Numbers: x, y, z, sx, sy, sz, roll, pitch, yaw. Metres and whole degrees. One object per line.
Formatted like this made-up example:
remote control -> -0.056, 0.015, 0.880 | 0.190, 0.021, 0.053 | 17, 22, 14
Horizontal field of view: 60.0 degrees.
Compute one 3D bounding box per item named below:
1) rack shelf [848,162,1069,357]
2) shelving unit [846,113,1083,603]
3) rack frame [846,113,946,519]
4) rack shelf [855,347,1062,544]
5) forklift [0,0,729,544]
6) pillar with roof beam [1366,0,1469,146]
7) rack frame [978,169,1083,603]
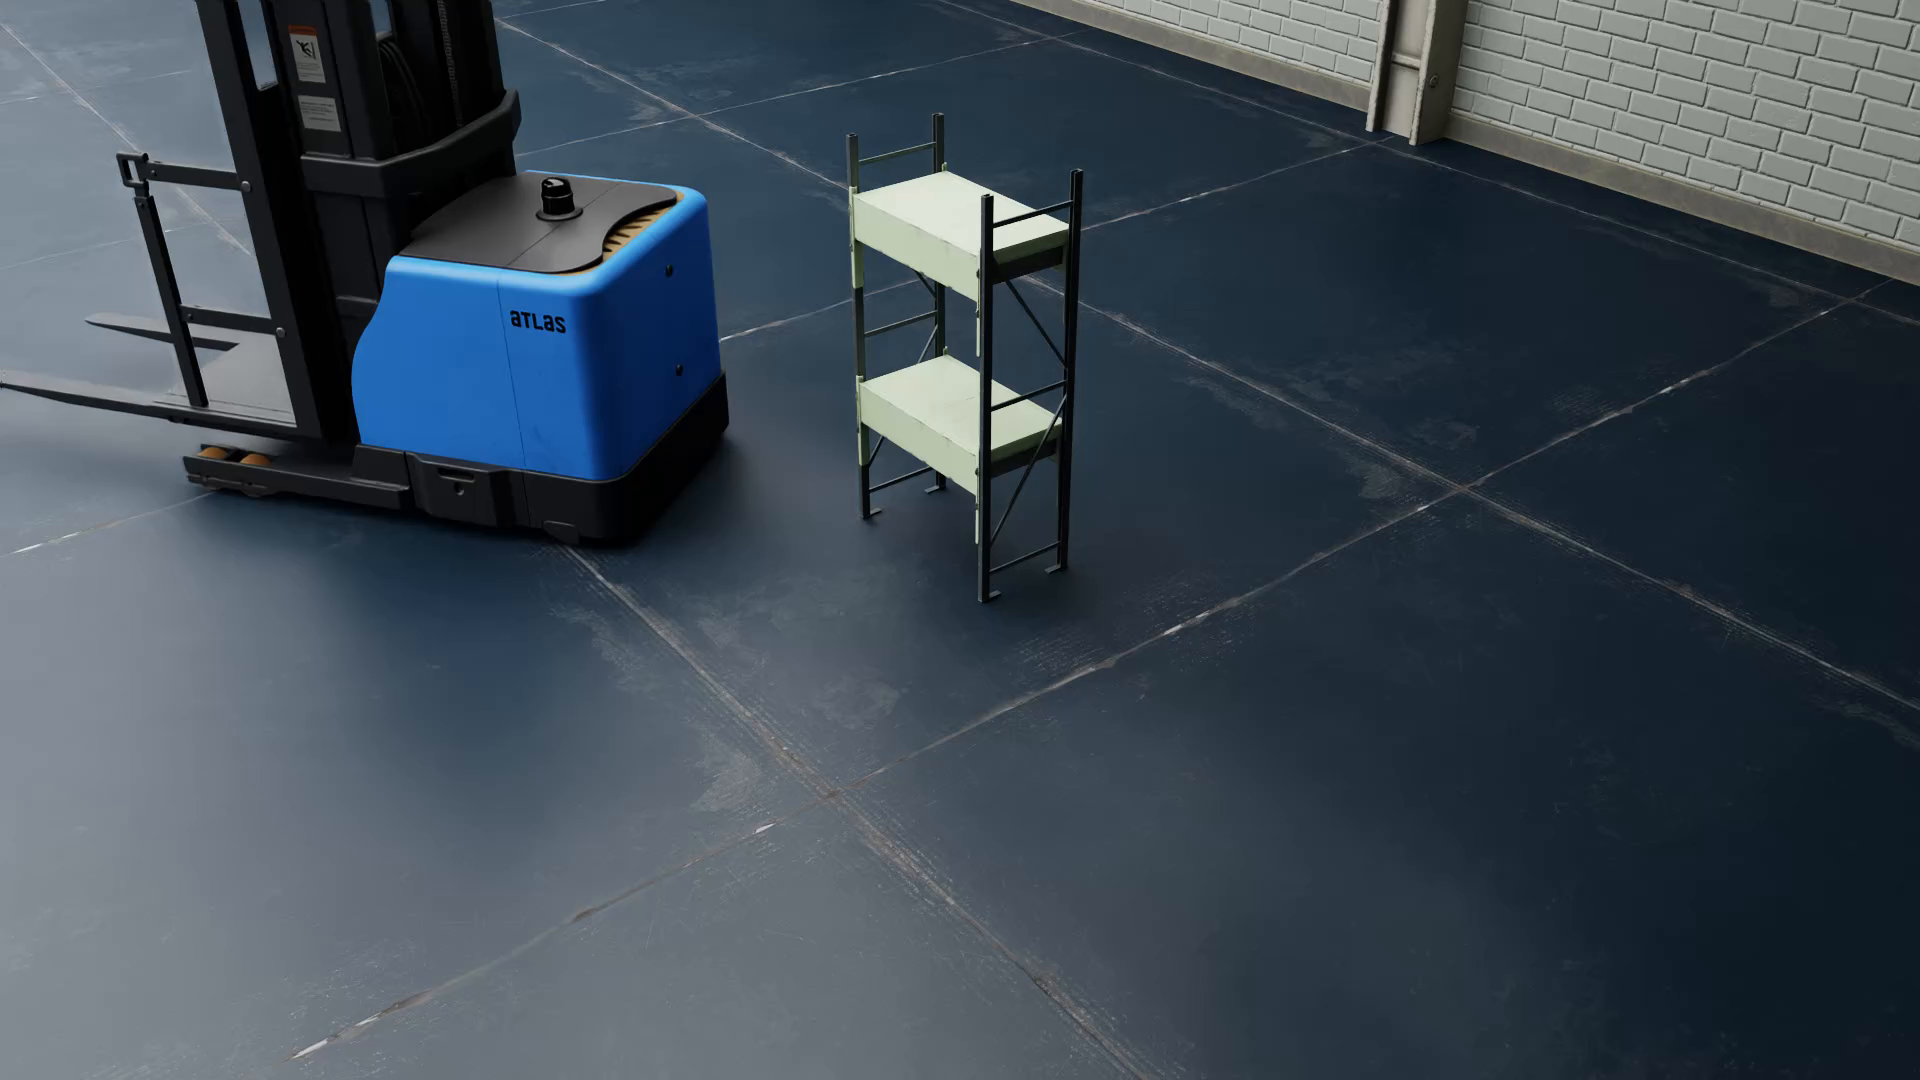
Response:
rack shelf -> 0.004, -0.966, 5.644 | 0.431, 0.370, 0.720 | -22, 38, -31
shelving unit -> 0.004, -0.634, 5.850 | 0.431, 1.500, 0.755 | -22, 38, -31
rack frame -> -0.220, -0.787, 6.095 | 0.400, 1.500, 0.023 | -22, 38, -31
rack shelf -> 0.004, -0.357, 6.022 | 0.431, 0.370, 0.720 | -22, 38, -31
forklift -> -2.532, -1.668, 6.158 | 3.031, 2.935, 1.130 | 9, 33, 14
pillar with roof beam -> -0.631, -4.958, 5.704 | 9.100, 9.000, 0.400 | -22, 38, -31
rack frame -> 0.229, -0.482, 5.604 | 0.400, 1.500, 0.023 | -22, 38, -31
